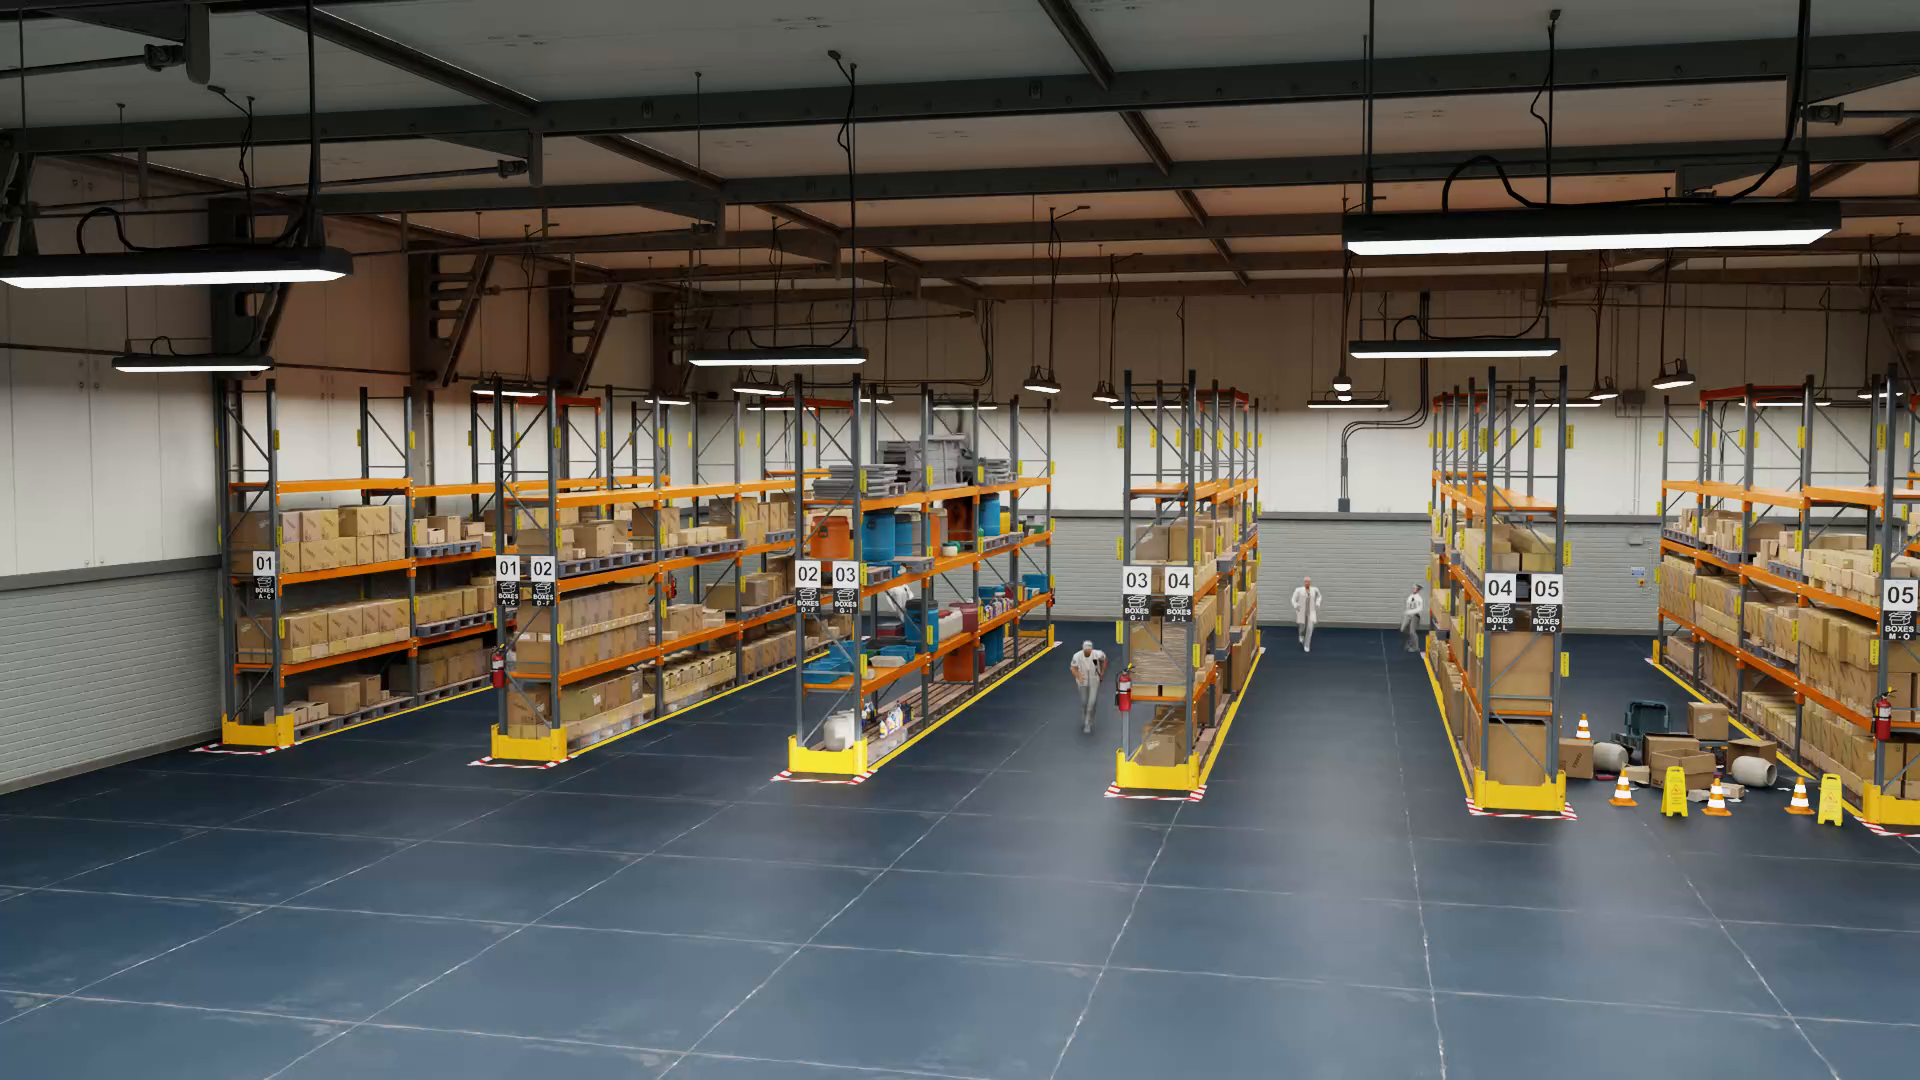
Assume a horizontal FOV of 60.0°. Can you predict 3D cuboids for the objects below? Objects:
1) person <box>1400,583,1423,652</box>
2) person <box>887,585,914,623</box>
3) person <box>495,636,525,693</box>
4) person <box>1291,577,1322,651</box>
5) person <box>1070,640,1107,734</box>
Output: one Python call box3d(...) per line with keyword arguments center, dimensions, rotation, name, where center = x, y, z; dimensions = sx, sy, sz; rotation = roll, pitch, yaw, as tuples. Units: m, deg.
box3d(center=(10.690, 1.824, 39.245), dimensions=(0.573, 1.658, 0.608), rotation=(-2, 4, -25), name="person")
box3d(center=(-1.472, 1.685, 41.529), dimensions=(0.677, 1.652, 0.727), rotation=(-1, 4, -17), name="person")
box3d(center=(-8.104, 2.454, 30.073), dimensions=(0.601, 1.491, 0.853), rotation=(-1, 3, -10), name="person")
box3d(center=(8.304, 1.762, 39.838), dimensions=(0.732, 1.766, 0.847), rotation=(0, 3, 4), name="person")
box3d(center=(2.228, 2.508, 28.814), dimensions=(0.641, 1.622, 1.028), rotation=(0, 3, 2), name="person")
